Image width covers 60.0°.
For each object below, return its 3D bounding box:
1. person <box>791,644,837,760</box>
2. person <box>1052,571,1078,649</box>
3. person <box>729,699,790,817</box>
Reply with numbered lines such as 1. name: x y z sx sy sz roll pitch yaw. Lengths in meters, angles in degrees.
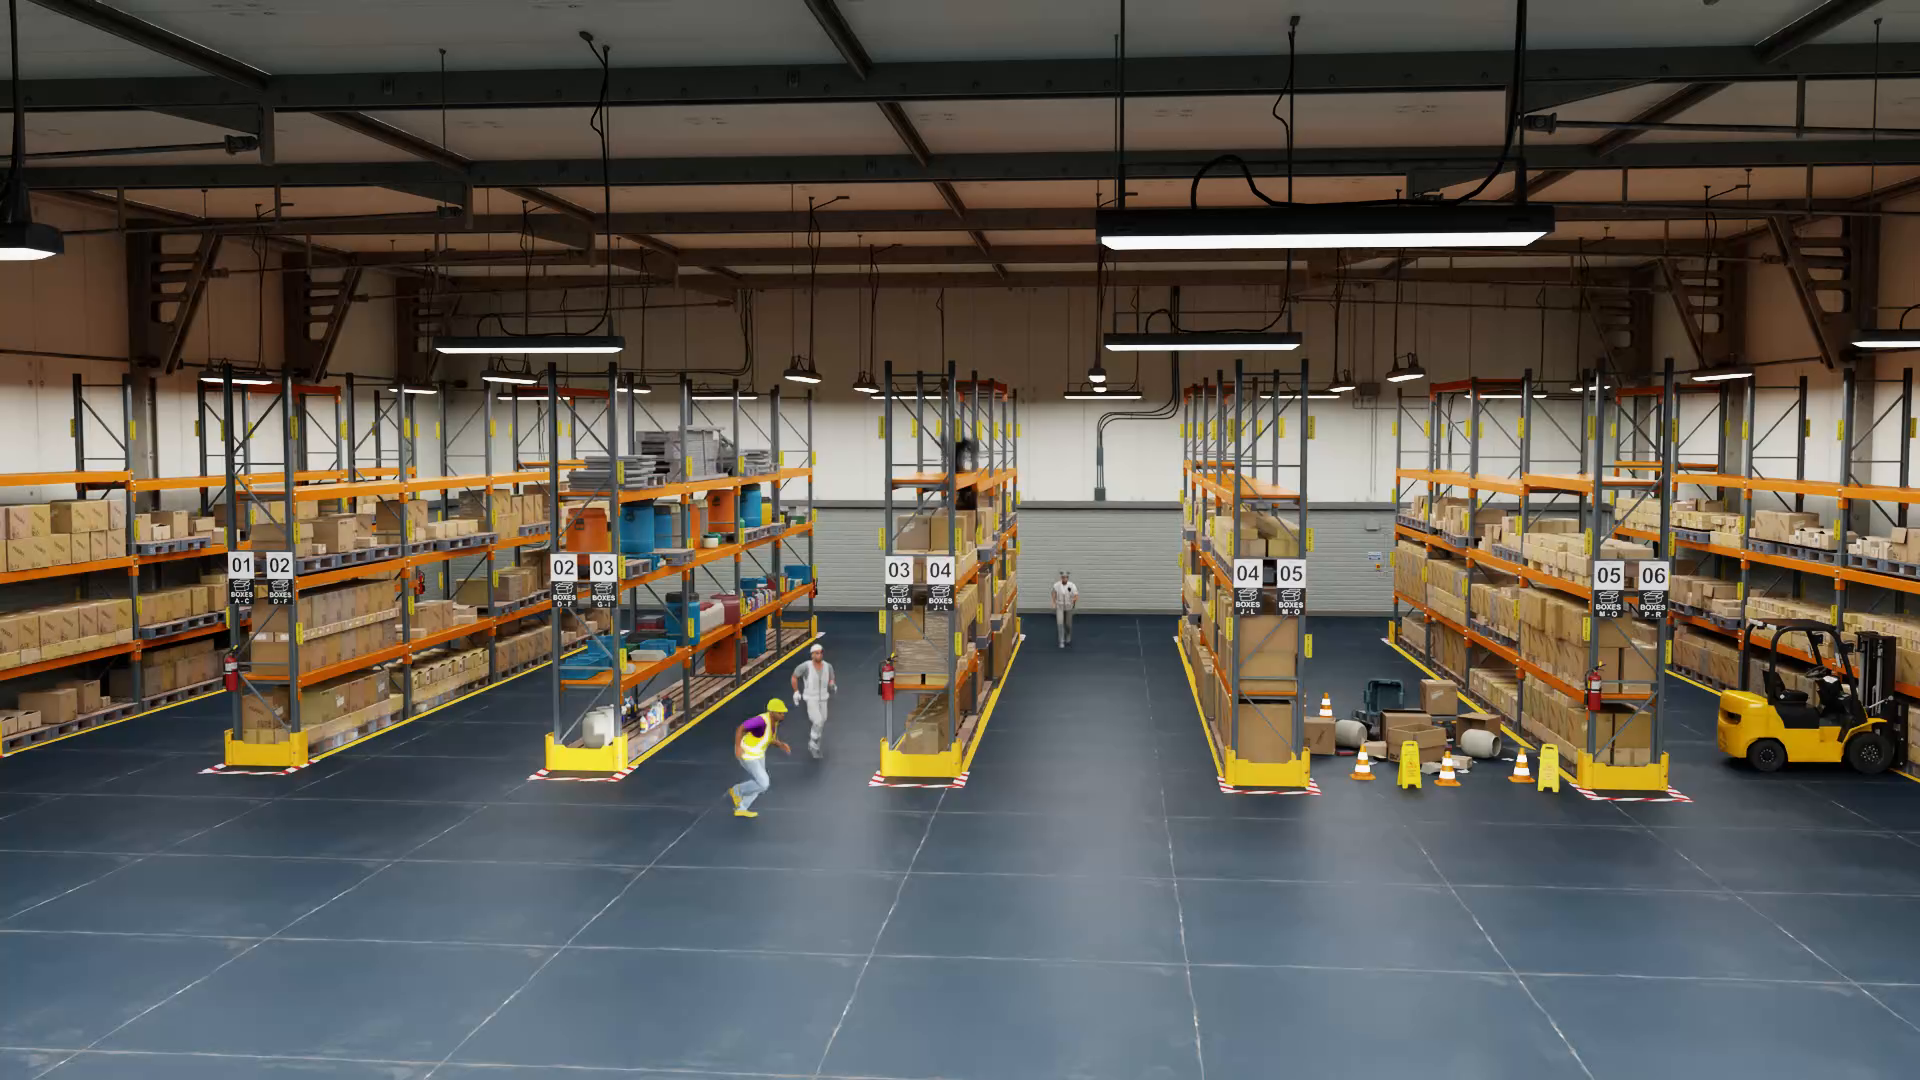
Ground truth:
1. person: -2.197 2.463 25.350 0.621 1.783 0.817 -2 4 -31
2. person: 2.437 1.595 38.616 0.617 1.792 0.961 0 4 2
3. person: -2.600 2.814 21.372 0.832 1.573 0.737 2 4 22
